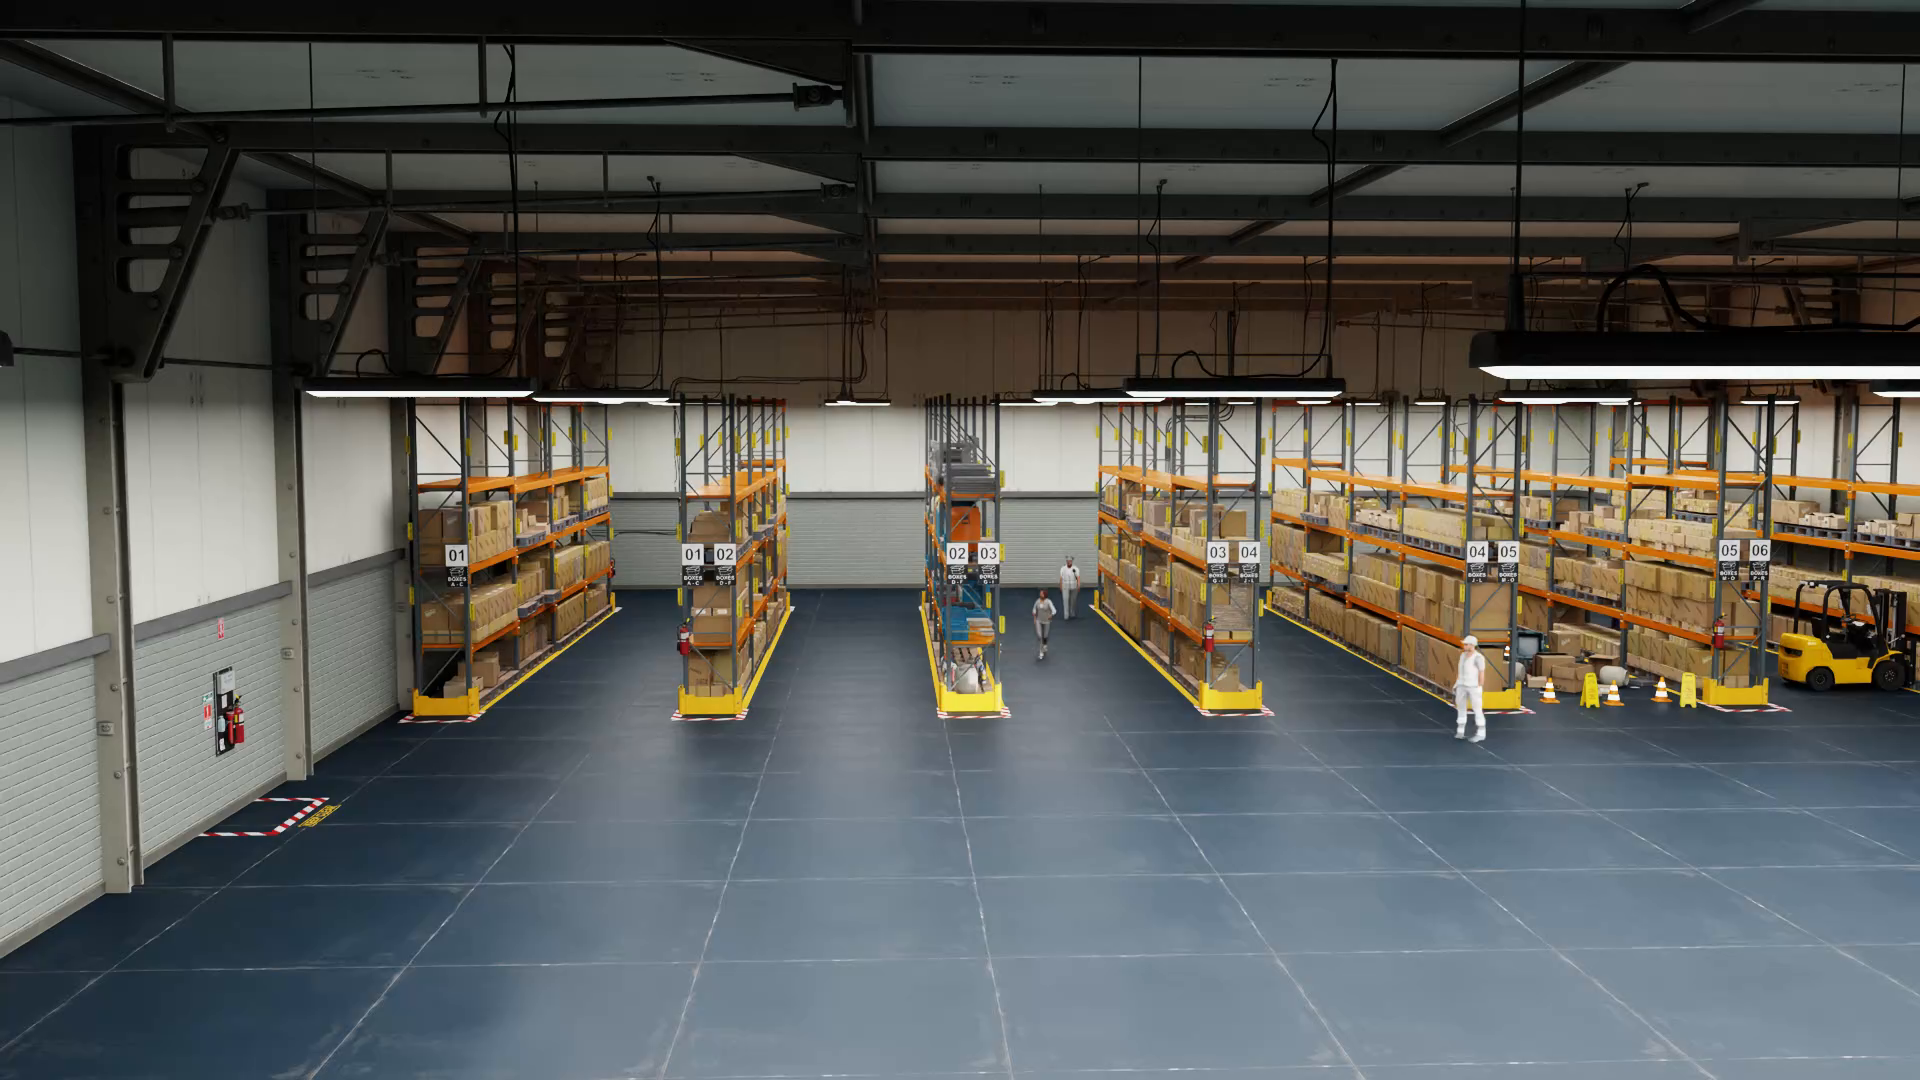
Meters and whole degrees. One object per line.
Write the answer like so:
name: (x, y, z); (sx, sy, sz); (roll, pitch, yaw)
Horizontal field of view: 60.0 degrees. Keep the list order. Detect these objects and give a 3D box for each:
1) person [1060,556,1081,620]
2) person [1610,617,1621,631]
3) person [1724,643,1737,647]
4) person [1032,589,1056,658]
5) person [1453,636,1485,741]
person: (2.991, 1.283, 45.140); (0.560, 1.720, 1.051); (0, 5, 2)
person: (16.869, 1.516, 42.897); (0.378, 1.656, 0.522); (1, 5, 8)
person: (16.807, 2.011, 36.453); (0.579, 1.679, 0.473); (3, 6, 36)
person: (1.942, 1.922, 38.425); (0.543, 1.579, 0.660); (0, 5, 3)
person: (8.797, 2.551, 28.784); (0.426, 1.789, 0.611); (-4, 6, -41)
